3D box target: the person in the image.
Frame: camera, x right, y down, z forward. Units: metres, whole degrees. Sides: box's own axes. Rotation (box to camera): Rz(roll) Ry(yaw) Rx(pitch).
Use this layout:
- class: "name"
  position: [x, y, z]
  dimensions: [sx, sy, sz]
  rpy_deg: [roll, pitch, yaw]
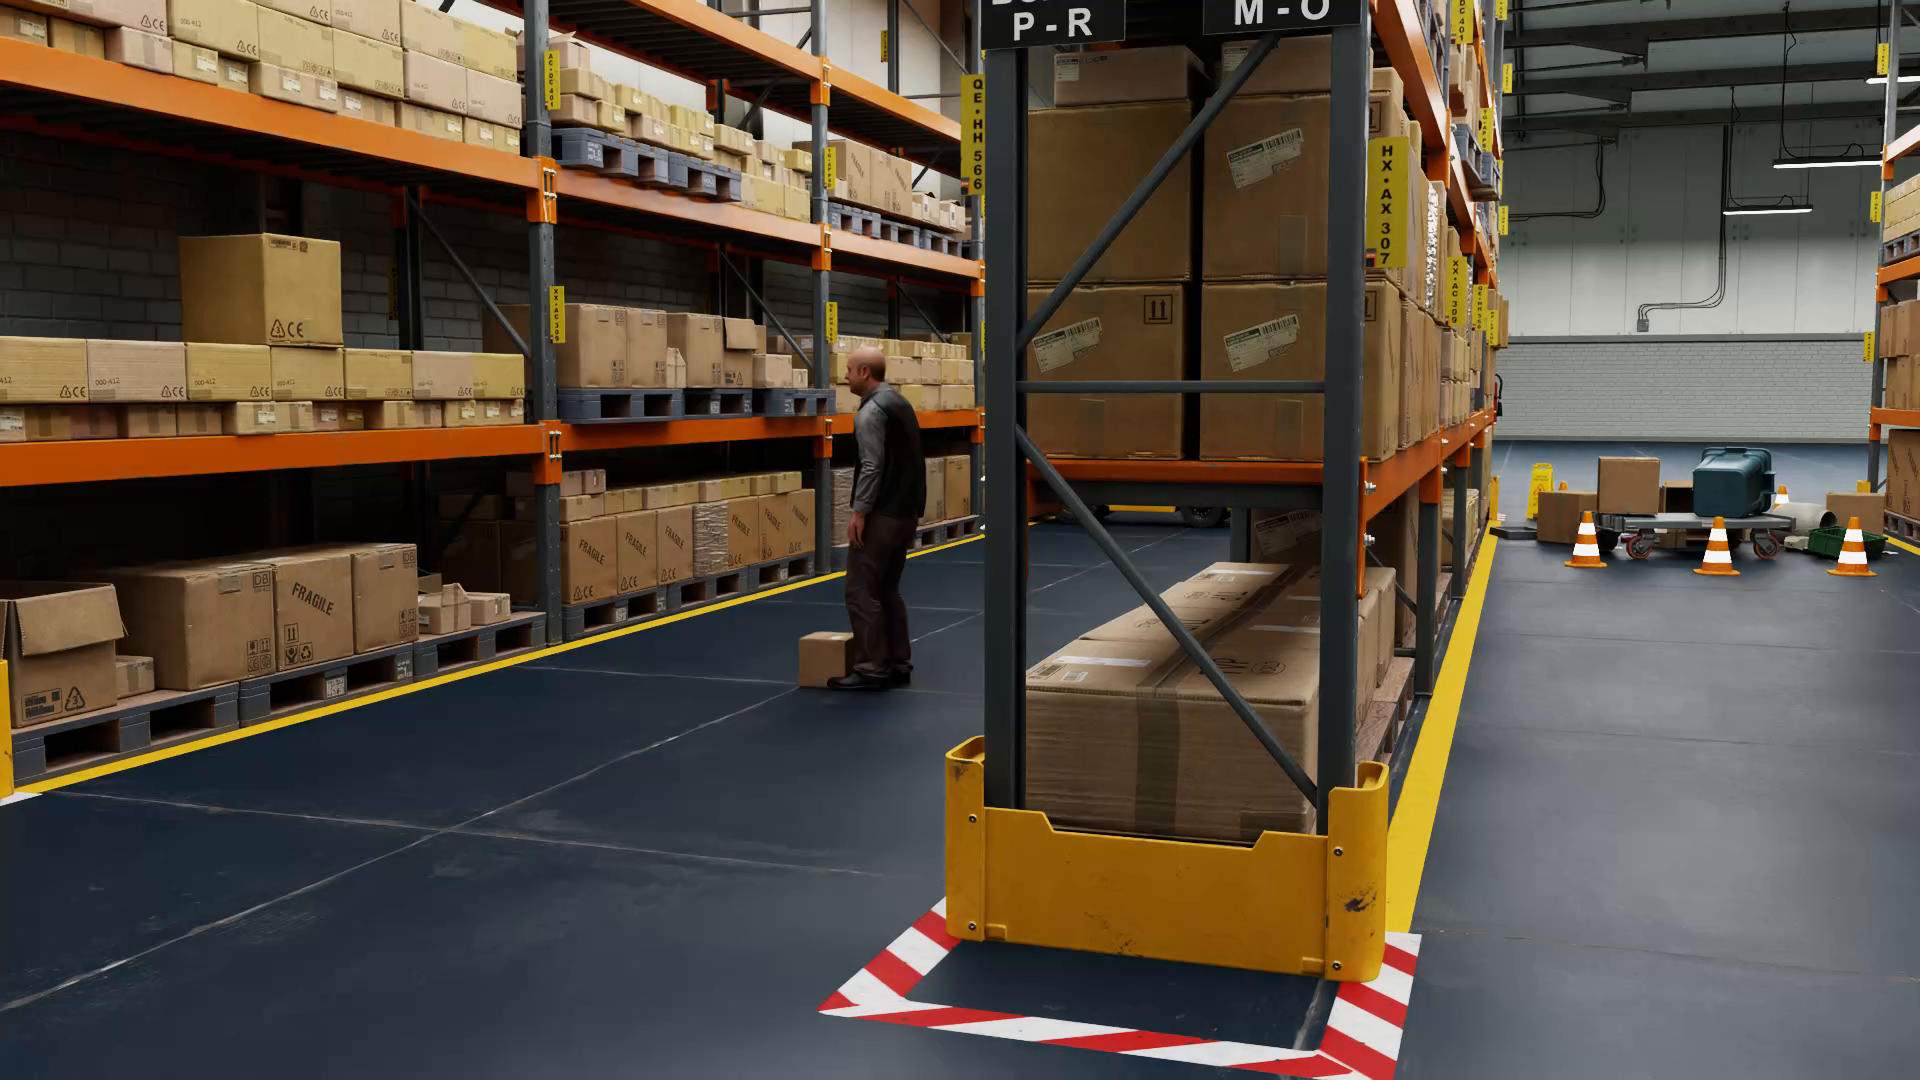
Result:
- class: "person"
  position: [-0.411, -0.111, 8.352]
  dimensions: [0.474, 1.720, 0.572]
  rpy_deg: [2, 5, 17]
